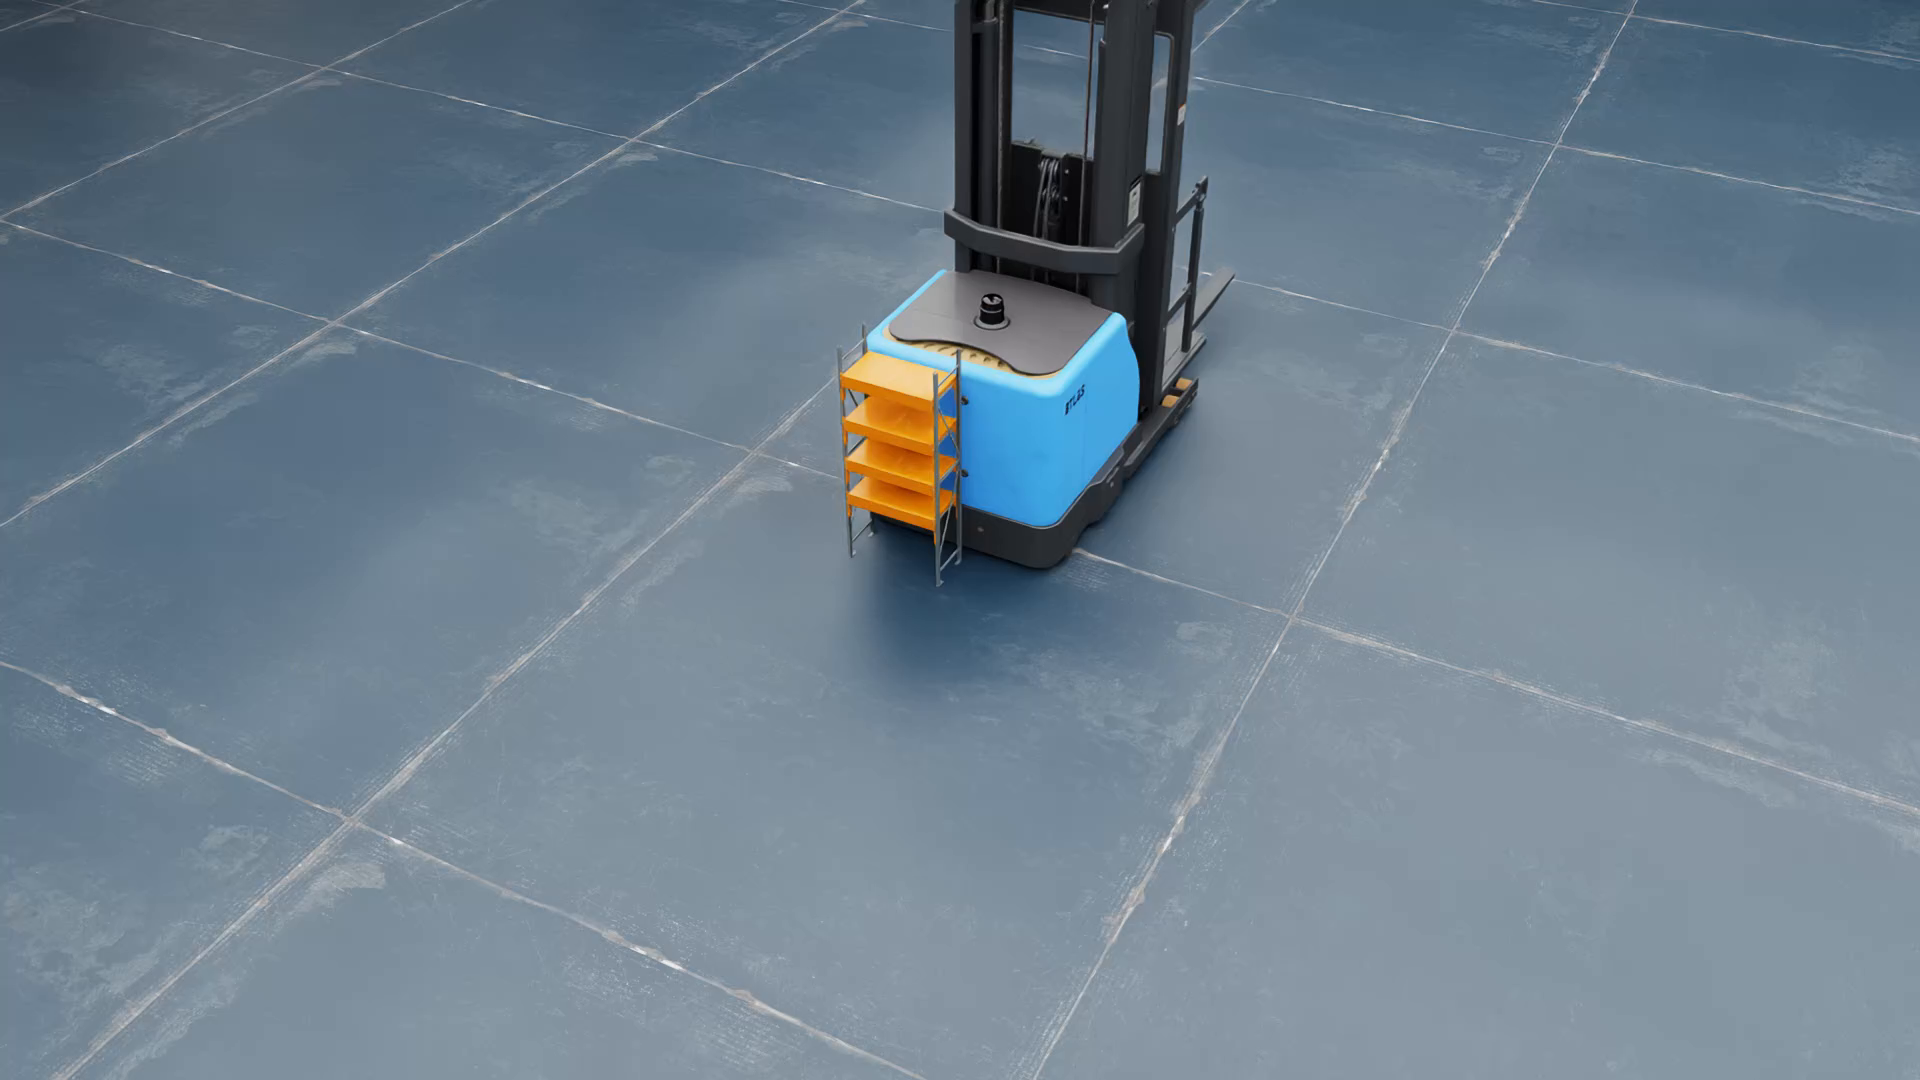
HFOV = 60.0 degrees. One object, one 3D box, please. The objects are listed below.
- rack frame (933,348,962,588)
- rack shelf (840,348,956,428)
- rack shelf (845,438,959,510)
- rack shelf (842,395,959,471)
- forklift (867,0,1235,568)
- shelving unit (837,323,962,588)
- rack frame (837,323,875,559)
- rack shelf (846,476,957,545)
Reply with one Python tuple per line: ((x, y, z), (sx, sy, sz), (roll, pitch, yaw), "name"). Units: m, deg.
((-0.054, -0.313, 7.688), (0.015, 1.200, 0.240), (18, 41, 22), "rack frame")
((-0.272, -0.693, 7.539), (0.480, 0.148, 0.258), (18, 41, 22), "rack shelf")
((-0.270, -0.328, 7.819), (0.480, 0.148, 0.258), (18, 41, 22), "rack shelf")
((-0.271, -0.505, 7.683), (0.480, 0.148, 0.258), (18, 41, 22), "rack shelf")
((0.667, -1.910, 8.361), (1.130, 2.935, 3.031), (18, 41, 22), "forklift")
((-0.271, -0.382, 7.778), (0.503, 1.200, 0.258), (18, 41, 22), "shelving unit")
((-0.487, -0.450, 7.868), (0.015, 1.200, 0.240), (18, 41, 22), "rack frame")
((-0.270, -0.171, 7.940), (0.480, 0.148, 0.258), (18, 41, 22), "rack shelf")
